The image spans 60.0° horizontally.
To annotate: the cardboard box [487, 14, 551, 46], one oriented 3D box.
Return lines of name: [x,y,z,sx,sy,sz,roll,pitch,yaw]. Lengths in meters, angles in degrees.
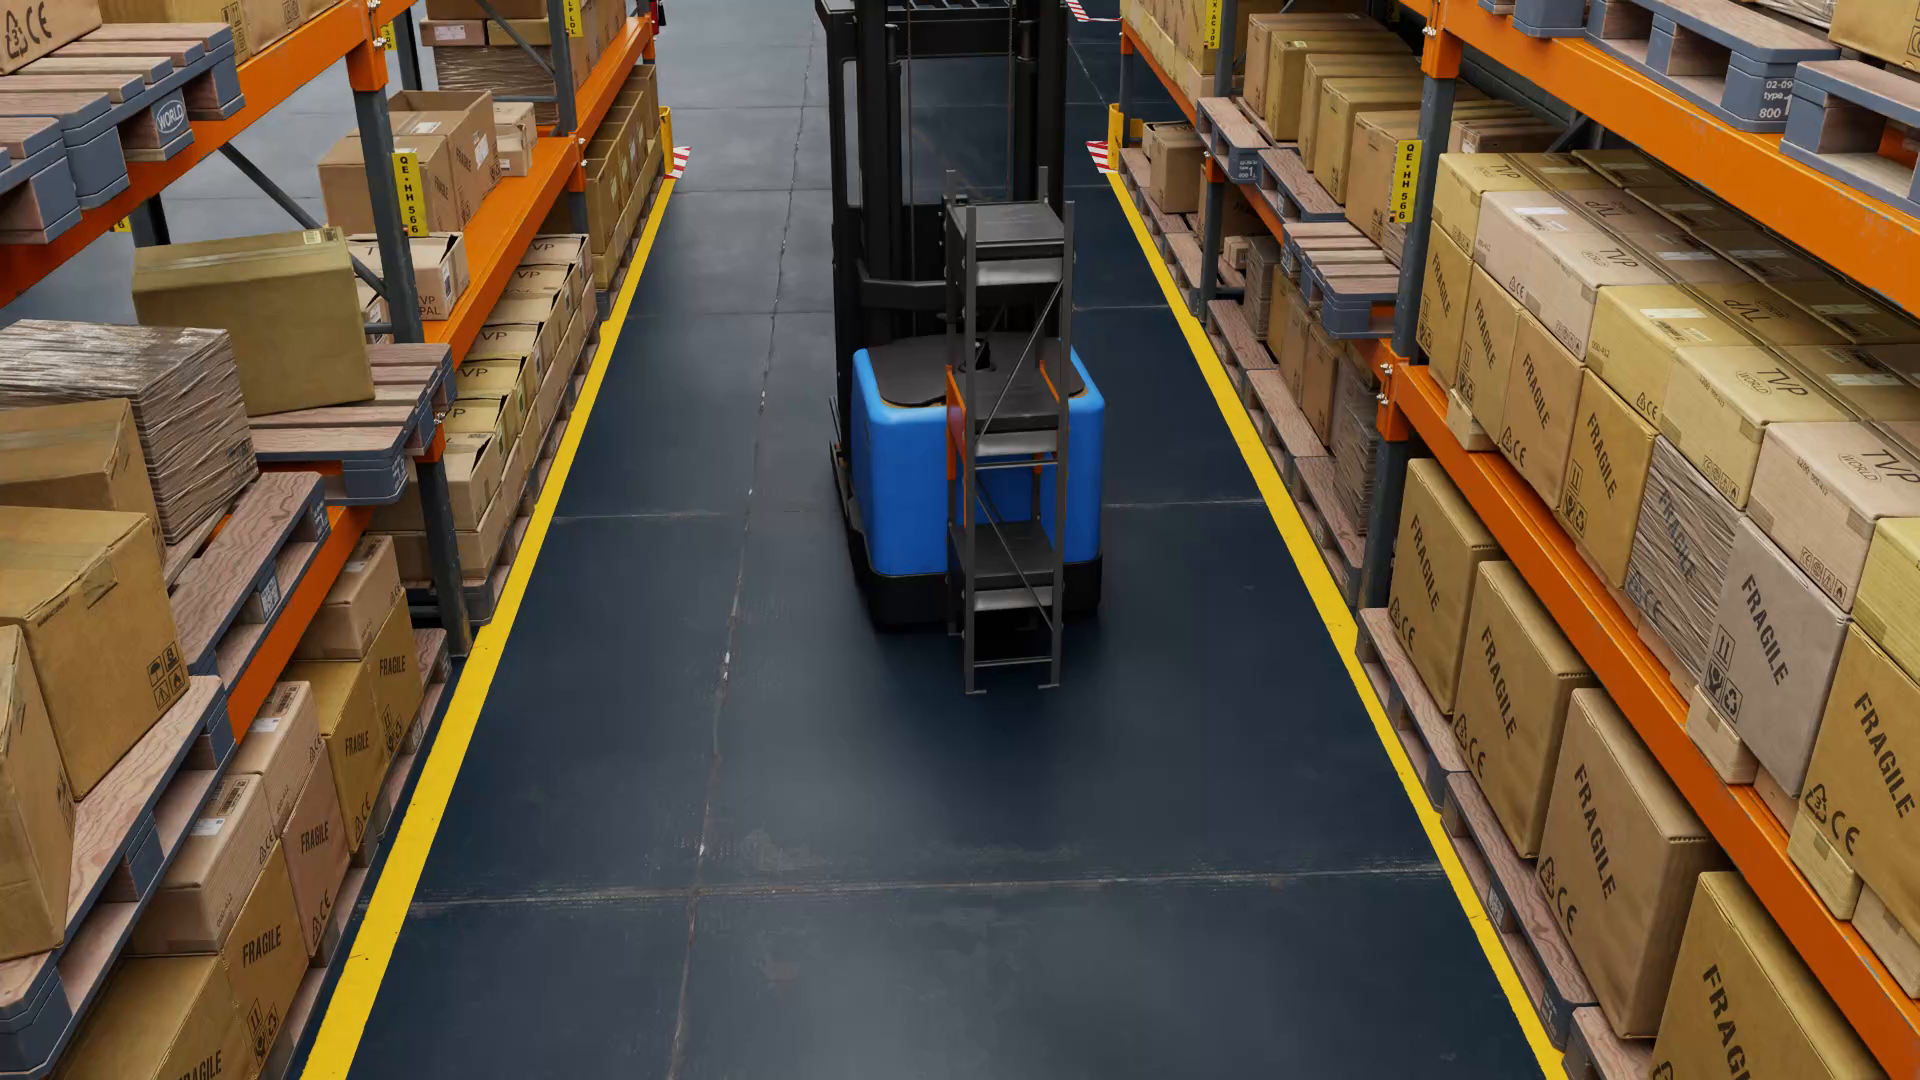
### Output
cardboard box: [-2.680,-3.134,10.205,0.380,0.149,0.250,-1,28,-3]

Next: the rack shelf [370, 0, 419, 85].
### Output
rack shelf: [-2.755,-2.760,7.833,1.077,0.370,4.000,-1,28,-3]

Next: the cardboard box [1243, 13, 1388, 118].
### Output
cardboard box: [2.080,-2.798,9.787,0.700,0.500,0.500,-1,28,-2]

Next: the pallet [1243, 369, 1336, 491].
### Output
pallet: [2.196,-0.634,9.237,1.003,0.211,1.213,-1,28,-3]

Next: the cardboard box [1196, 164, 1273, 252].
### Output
cardboard box: [1.993,-2.360,11.758,0.500,0.500,0.500,-3,28,-7]

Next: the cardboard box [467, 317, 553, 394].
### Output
cardboard box: [-2.472,-1.006,8.848,0.500,0.311,0.500,-2,28,-3]

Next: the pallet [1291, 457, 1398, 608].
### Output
pallet: [2.257,-0.072,8.159,1.003,0.211,1.213,-1,28,-3]

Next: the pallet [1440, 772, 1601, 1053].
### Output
pallet: [2.323,1.217,5.688,1.003,0.211,1.213,-1,28,-3]

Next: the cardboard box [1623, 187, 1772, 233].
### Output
cardboard box: [2.602,-1.022,5.704,0.500,0.250,0.500,-2,28,-4]

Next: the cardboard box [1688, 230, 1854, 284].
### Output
cardboard box: [2.626,-0.785,5.250,0.500,0.250,0.500,-2,28,-4]

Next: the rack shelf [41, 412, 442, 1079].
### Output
rack shelf: [-2.546,0.417,4.985,1.077,0.370,4.000,-1,28,-3]

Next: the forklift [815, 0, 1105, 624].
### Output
forklift: [-0.096,-1.585,8.119,1.130,2.935,3.031,-4,28,-8]

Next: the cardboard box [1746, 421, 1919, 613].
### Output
cardboard box: [2.208,-0.063,3.866,0.500,0.250,0.500,-1,28,-2]

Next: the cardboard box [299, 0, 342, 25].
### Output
cardboard box: [-2.594,-2.000,5.488,0.910,0.500,0.500,-1,28,-3]

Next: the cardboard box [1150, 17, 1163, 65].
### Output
cardboard box: [1.673,-3.643,12.131,0.500,0.250,0.500,-1,28,-2]

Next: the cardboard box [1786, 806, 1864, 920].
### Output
cardboard box: [2.168,0.737,3.843,0.380,0.149,0.250,-1,28,-2]

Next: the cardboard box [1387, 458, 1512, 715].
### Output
cardboard box: [2.203,0.163,6.565,0.750,0.750,0.750,-2,28,-3]

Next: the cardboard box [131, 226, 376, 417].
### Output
cardboard box: [-2.505,-0.768,5.917,0.700,0.500,0.500,-11,29,-20]

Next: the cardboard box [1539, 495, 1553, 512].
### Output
cardboard box: [2.174,-0.213,5.665,0.380,0.149,0.250,-1,28,-2]

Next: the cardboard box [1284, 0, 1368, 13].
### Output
cardboard box: [2.271,-3.291,10.647,0.500,0.500,0.500,-2,28,-4]

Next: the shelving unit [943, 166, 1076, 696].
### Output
shelving unit: [0.184,-0.405,6.757,0.431,2.100,0.503,-4,28,-8]

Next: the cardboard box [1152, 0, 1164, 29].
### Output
cardboard box: [1.678,-3.983,11.974,0.500,0.500,0.500,-1,28,-1]

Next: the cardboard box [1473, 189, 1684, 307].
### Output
cardboard box: [2.091,-1.001,5.663,0.500,0.250,0.500,-2,28,-3]

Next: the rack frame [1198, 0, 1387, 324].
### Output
rack frame: [2.087,-2.794,10.364,1.000,3.000,0.127,-1,28,-3]

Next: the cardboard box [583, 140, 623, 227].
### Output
cardboard box: [-2.605,-2.425,11.364,0.500,0.500,0.500,-1,28,-3]

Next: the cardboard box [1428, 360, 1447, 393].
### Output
cardboard box: [2.082,-0.687,6.574,0.380,0.149,0.250,-2,28,-3]

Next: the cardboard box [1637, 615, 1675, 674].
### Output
cardboard box: [2.182,0.266,4.747,0.380,0.149,0.250,-2,28,-4]

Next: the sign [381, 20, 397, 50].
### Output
sign: [-3.414,-3.078,9.886,0.100,0.325,0.005,-1,28,-3]

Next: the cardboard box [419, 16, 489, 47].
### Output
cardboard box: [-3.088,-3.125,10.189,0.380,0.149,0.250,-1,28,-3]

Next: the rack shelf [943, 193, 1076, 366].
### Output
rack shelf: [0.184,-1.014,6.439,0.431,0.518,0.480,-4,28,-8]

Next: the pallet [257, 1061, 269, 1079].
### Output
pallet: [-2.522,1.883,4.411,1.003,0.211,1.213,-1,28,-3]

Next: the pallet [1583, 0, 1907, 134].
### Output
pallet: [2.444,-1.381,4.615,1.003,0.211,1.213,0,28,0]

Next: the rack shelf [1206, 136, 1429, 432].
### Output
rack shelf: [2.192,-1.552,8.760,1.077,0.370,4.000,-1,28,-3]

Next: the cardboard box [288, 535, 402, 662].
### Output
cardboard box: [-2.360,0.207,6.026,0.500,0.250,0.500,0,28,-1]

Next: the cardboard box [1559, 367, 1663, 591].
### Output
cardboard box: [2.144,-0.190,4.920,0.500,0.500,0.500,-1,28,-1]

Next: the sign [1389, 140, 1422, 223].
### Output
sign: [1.755,-1.408,6.540,0.100,0.325,0.005,-1,28,-3]

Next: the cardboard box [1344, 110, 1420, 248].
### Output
cardboard box: [2.205,-1.661,7.607,0.700,0.500,0.500,-4,28,-7]

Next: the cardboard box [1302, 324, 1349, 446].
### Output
cardboard box: [2.241,-0.835,8.834,0.700,0.500,0.500,-2,28,-3]

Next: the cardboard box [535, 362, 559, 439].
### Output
cardboard box: [-2.472,-0.751,8.965,0.500,0.250,0.500,-1,28,-2]

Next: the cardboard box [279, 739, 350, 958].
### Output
cardboard box: [-2.307,0.995,5.326,0.500,0.500,0.500,-2,28,-5]

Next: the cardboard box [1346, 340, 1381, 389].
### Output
cardboard box: [2.239,-0.962,8.268,0.500,0.250,0.500,-1,28,-2]

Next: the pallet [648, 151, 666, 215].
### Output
pallet: [-2.987,-2.932,13.643,1.003,0.211,1.213,-1,28,-3]

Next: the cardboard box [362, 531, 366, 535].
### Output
cardboard box: [-2.922,-0.030,7.583,0.500,0.250,0.500,-1,28,-1]

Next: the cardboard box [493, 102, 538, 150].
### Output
cardboard box: [-2.790,-2.380,9.732,0.500,0.250,0.500,0,28,1]

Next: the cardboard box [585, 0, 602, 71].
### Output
cardboard box: [-2.973,-3.634,11.866,0.700,0.500,0.500,-1,28,-1]

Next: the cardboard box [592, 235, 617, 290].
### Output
cardboard box: [-2.581,-1.862,11.095,0.500,0.250,0.500,-1,28,-3]

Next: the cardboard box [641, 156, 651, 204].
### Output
cardboard box: [-2.679,-2.785,12.866,0.500,0.250,0.500,-1,28,-3]

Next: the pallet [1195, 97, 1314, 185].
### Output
pallet: [1.982,-2.353,9.725,1.003,0.211,1.213,-1,28,-3]

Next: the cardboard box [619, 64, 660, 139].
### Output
cardboard box: [-2.743,-3.579,13.578,0.500,0.500,0.500,-1,28,-3]
